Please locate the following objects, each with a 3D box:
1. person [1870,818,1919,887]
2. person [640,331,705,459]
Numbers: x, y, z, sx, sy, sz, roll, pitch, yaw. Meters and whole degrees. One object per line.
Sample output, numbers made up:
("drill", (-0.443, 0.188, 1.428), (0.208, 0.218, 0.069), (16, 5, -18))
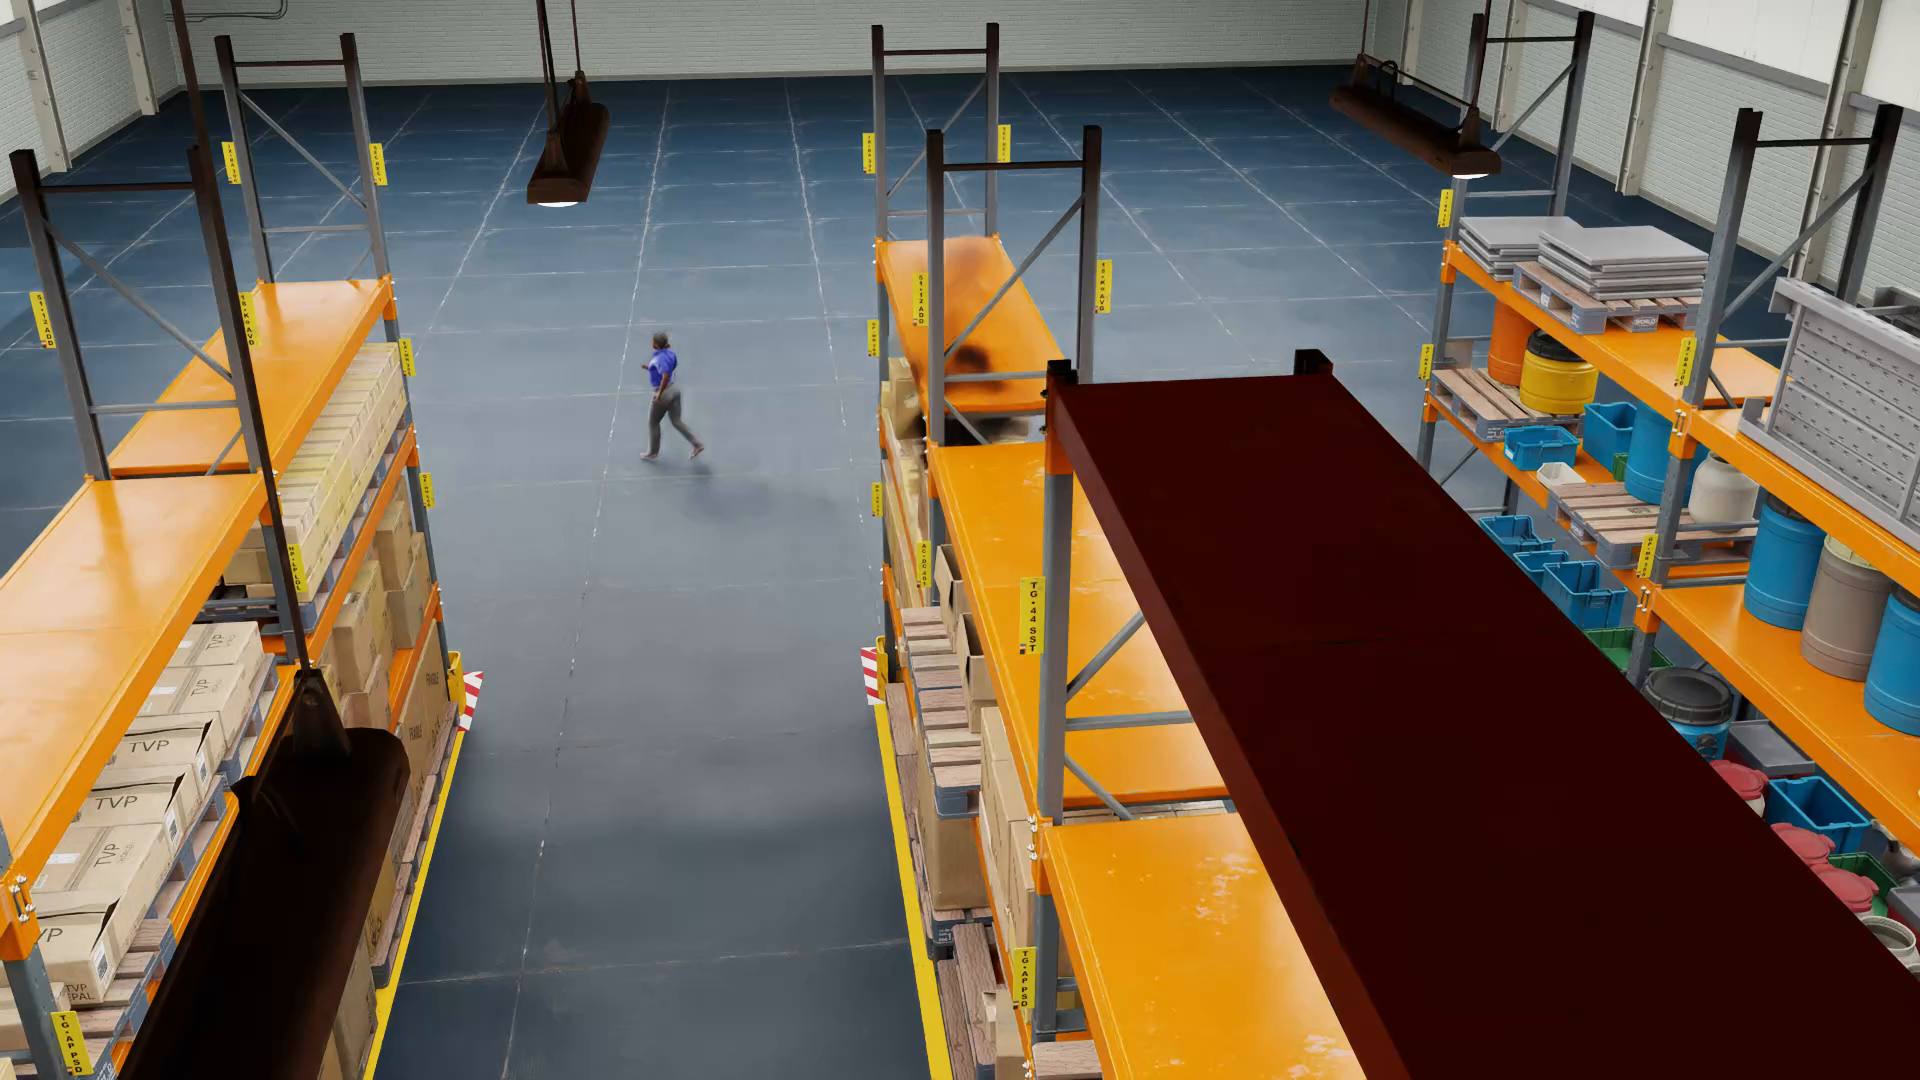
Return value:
("person", (6.853, 2.220, 11.934), (0.614, 1.648, 0.571), (-6, 26, -12))
("person", (-3.545, -1.725, 20.153), (0.900, 1.662, 0.604), (11, 28, 22))
